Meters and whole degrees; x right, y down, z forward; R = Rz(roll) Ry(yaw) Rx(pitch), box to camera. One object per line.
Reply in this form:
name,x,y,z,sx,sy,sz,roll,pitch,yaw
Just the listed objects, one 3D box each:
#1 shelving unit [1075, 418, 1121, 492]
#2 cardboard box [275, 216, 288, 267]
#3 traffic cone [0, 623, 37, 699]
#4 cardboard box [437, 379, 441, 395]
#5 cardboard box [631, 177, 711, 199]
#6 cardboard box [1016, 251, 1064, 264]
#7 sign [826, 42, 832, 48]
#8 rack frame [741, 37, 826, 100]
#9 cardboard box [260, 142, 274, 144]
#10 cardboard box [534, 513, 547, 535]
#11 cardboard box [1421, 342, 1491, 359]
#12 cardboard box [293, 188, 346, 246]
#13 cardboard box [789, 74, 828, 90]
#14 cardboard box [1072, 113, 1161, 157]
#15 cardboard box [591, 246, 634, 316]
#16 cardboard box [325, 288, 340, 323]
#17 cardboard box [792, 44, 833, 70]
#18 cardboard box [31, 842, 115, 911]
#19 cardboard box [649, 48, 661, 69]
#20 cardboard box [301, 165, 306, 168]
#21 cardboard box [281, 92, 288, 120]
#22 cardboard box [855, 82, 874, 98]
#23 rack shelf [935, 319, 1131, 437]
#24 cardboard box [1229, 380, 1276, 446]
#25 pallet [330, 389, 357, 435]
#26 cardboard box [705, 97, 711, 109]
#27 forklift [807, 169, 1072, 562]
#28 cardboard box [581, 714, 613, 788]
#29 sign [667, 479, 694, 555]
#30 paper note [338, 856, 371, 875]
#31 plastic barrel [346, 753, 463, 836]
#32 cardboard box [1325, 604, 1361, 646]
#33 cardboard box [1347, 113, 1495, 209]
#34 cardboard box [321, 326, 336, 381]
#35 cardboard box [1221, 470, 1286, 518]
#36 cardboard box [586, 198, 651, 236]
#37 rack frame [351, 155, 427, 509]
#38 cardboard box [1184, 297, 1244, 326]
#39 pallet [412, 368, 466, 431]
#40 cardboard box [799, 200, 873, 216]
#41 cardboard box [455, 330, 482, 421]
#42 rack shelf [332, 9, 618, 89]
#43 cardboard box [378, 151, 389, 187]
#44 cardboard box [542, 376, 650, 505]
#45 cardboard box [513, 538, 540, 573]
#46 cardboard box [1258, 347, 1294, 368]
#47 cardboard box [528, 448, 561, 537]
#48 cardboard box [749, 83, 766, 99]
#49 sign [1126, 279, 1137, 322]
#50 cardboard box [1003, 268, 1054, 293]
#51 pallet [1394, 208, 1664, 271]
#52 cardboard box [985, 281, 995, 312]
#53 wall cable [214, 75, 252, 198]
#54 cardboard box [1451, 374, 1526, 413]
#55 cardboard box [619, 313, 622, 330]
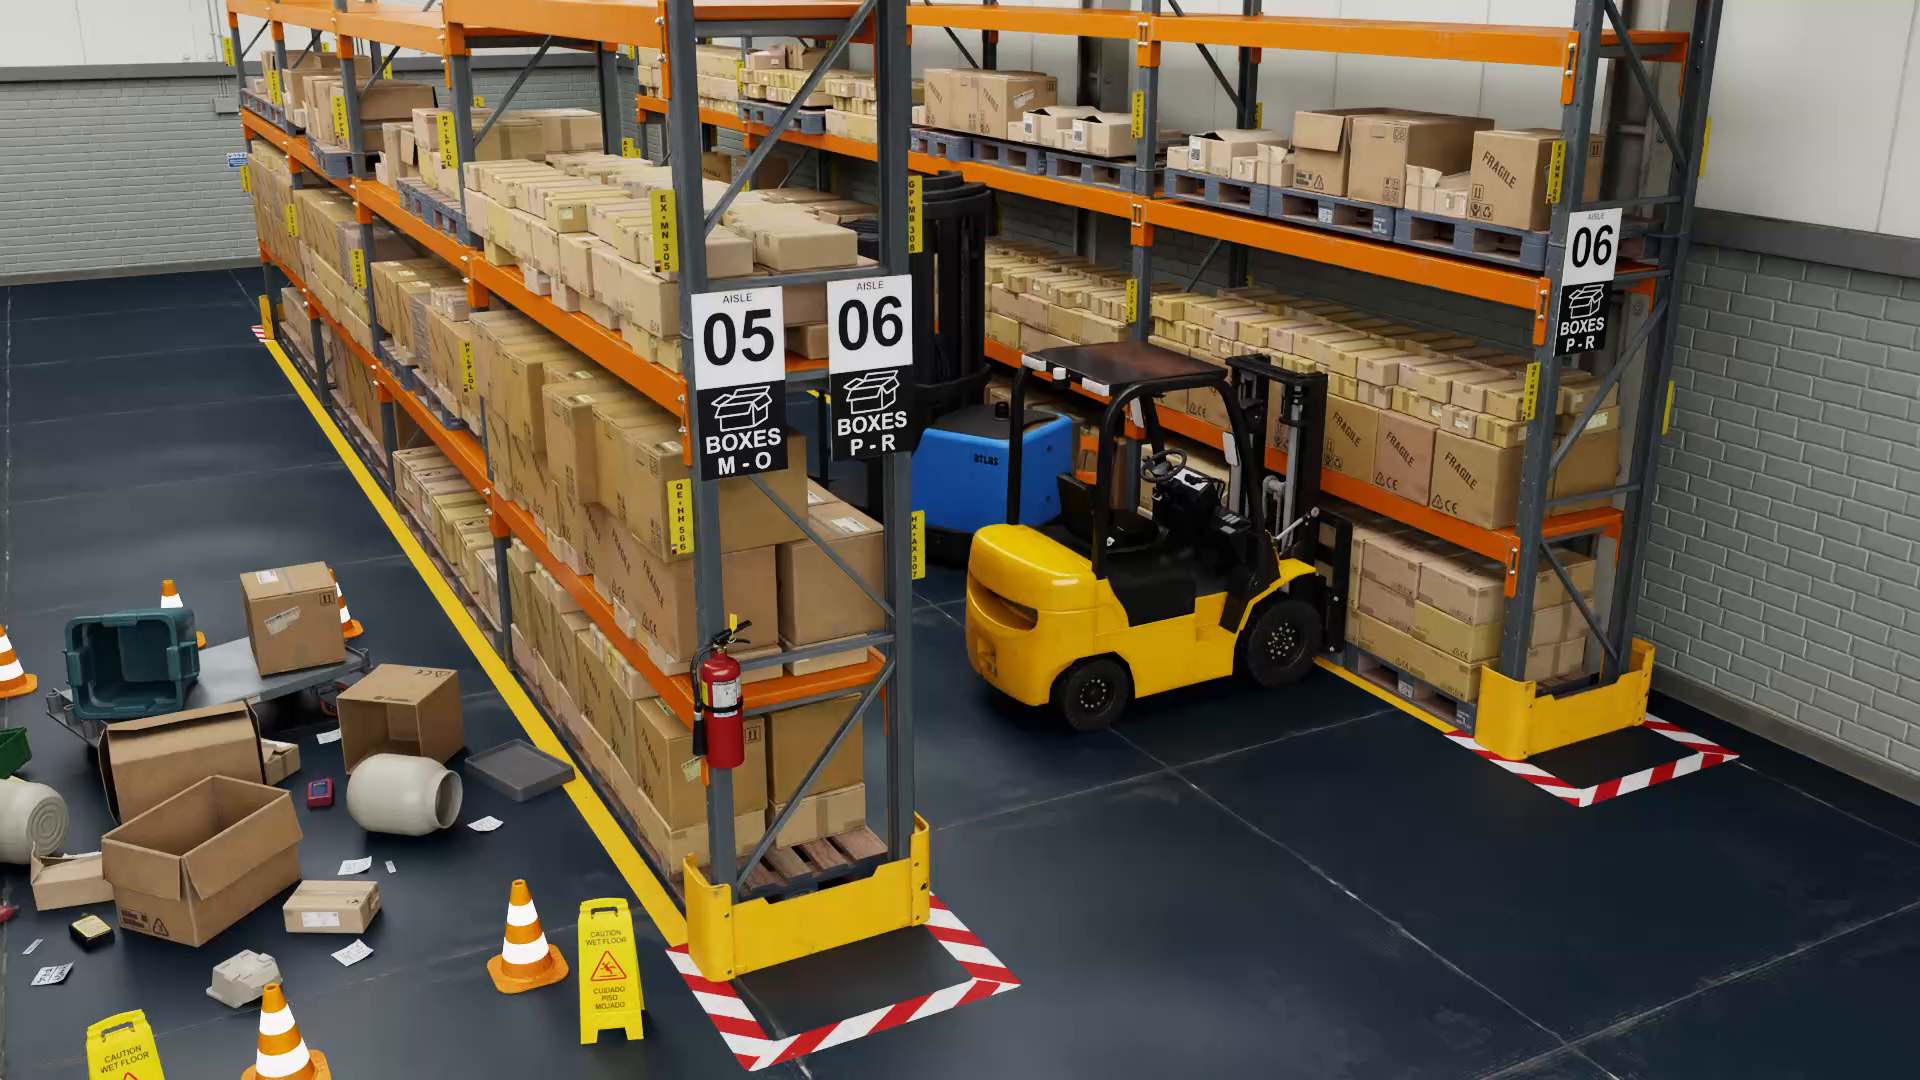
shelving unit,1.056,-0.430,13.243,0.252,1.050,0.215,8,-1,21
cardboard box,-7.330,-3.356,18.604,0.500,0.500,0.500,-10,22,-27
traffic cone,-6.202,0.747,10.758,0.336,0.463,0.334,-10,21,-27
cardboard box,-3.544,-1.109,11.989,0.380,0.149,0.250,-10,21,-27
cardboard box,-1.567,-1.886,9.063,0.380,0.149,0.250,-10,21,-26
cardboard box,0.740,-2.551,15.278,0.380,0.149,0.250,-10,21,-27
sign,-1.531,-5.631,19.358,0.100,0.325,0.005,-10,21,-27
rack frame,-2.018,-6.532,18.765,1.000,3.000,0.127,-10,21,-27
cardboard box,-8.172,-4.692,19.949,0.380,0.149,0.250,-9,21,-25
cardboard box,-2.313,-0.158,9.876,0.380,0.149,0.250,-9,21,-25
cardboard box,3.225,-1.174,10.832,0.380,0.149,0.250,-9,21,-25
cardboard box,-6.428,-3.275,16.838,0.500,0.500,0.500,-10,21,-26
cardboard box,-1.589,-4.868,17.675,0.380,0.149,0.250,-10,21,-26
cardboard box,1.223,-3.191,13.021,0.500,0.311,0.500,-11,22,-28
cardboard box,-1.392,-1.221,7.746,0.500,0.250,0.500,-10,22,-27
cardboard box,-5.702,-2.245,15.769,0.500,0.250,0.500,-10,22,-28
cardboard box,-1.657,-5.429,18.665,0.396,0.266,0.258,-10,21,-27
cardboard box,-4.457,1.667,8.393,0.396,0.266,0.258,-6,20,-17
cardboard box,-3.702,-6.253,21.563,0.500,0.250,0.500,-10,21,-27
cardboard box,-6.840,-3.884,17.608,0.380,0.149,0.250,-9,21,-25
cardboard box,-6.455,-4.281,16.403,0.396,0.266,0.258,-10,22,-27
cardboard box,-0.828,-4.516,16.686,0.380,0.149,0.250,-10,22,-28
rack shelf,0.832,-1.633,14.869,1.077,0.370,4.000,-10,21,-27
cardboard box,2.266,-0.987,11.739,0.500,0.500,0.500,-10,22,-27
pallet,-5.951,-1.398,17.359,1.003,0.211,1.213,-10,21,-27
cardboard box,-2.895,-5.354,20.336,0.380,0.149,0.250,-9,21,-25
forklift,-0.615,-1.487,13.448,3.031,2.935,1.130,12,22,30
cardboard box,-1.799,1.131,9.328,0.500,0.250,0.500,-11,22,-29
sign,-1.184,-0.098,7.056,0.100,0.325,0.005,-10,21,-27
paper note,-3.158,1.698,8.682,0.148,0.019,0.142,-3,19,-8
plastic barrel,-2.999,1.378,8.988,0.512,0.421,0.421,4,19,11
cardboard box,2.722,0.475,11.228,0.500,0.250,0.500,-10,21,-26
cardboard box,2.858,-2.361,10.326,0.700,0.500,0.500,-10,21,-26
cardboard box,-6.588,-2.110,18.432,0.875,0.438,0.875,-10,22,-27
cardboard box,2.215,-0.294,11.923,0.500,0.250,0.500,-9,21,-25
cardboard box,-1.618,-1.590,8.206,0.380,0.149,0.250,-11,22,-28
rack frame,-4.485,-1.778,14.184,1.000,3.000,0.127,-10,21,-27
cardboard box,1.891,-1.698,12.350,0.380,0.149,0.250,-10,21,-26
pallet,-3.509,-1.125,12.587,1.003,0.211,1.213,-10,21,-27
cardboard box,-1.366,-3.394,18.072,0.700,0.500,0.500,-10,21,-27
cardboard box,-3.007,-1.113,11.005,0.500,0.500,0.500,-10,22,-28
rack shelf,-3.535,-3.510,11.725,1.077,0.370,4.000,-10,21,-27
cardboard box,-4.364,-2.942,13.166,0.396,0.266,0.258,-10,21,-27
cardboard box,-1.687,-0.531,8.431,0.700,0.500,0.500,-10,22,-27
cardboard box,-2.536,0.067,10.266,0.380,0.149,0.250,-10,21,-26
cardboard box,2.284,-1.249,11.505,0.380,0.149,0.250,-11,22,-28
cardboard box,-2.136,-0.361,9.470,0.500,0.500,0.500,-10,21,-27
cardboard box,-2.133,-5.014,18.552,0.380,0.149,0.250,-10,21,-26
sign,1.308,-1.822,12.660,0.100,0.325,0.005,-10,21,-27
cardboard box,0.597,-2.243,14.386,0.380,0.149,0.250,-11,22,-28
pallet,3.368,-1.834,9.885,1.003,0.211,1.213,-10,21,-27
cardboard box,0.347,-2.251,15.019,0.500,0.250,0.500,-11,22,-28
wall cable,-10.982,-6.184,25.349,0.585,1.953,0.123,-10,21,-27
cardboard box,3.181,-0.882,9.984,0.380,0.149,0.250,-10,21,-27
cardboard box,-1.406,-1.070,7.921,0.380,0.149,0.250,-10,21,-26
